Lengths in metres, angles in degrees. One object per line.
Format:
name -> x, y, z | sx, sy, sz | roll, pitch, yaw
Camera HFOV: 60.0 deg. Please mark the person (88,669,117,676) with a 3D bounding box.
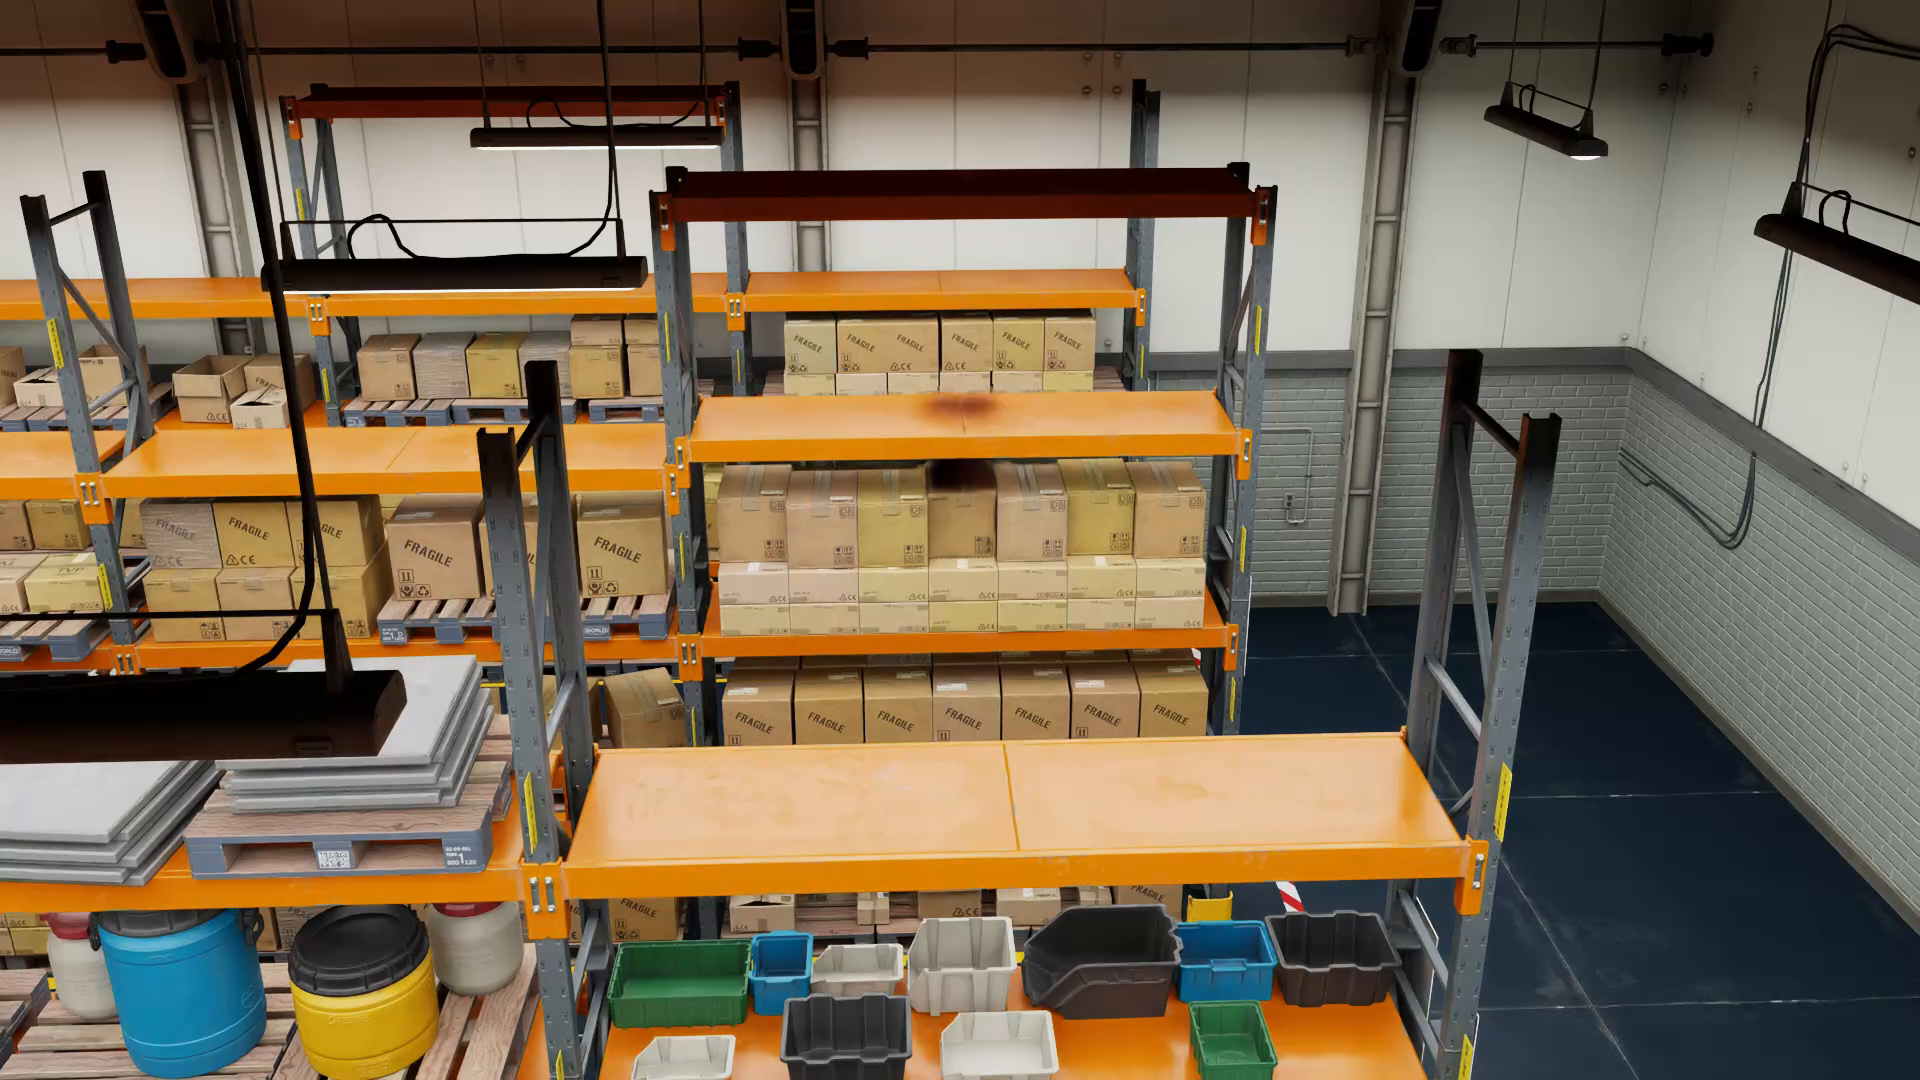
person -> -7.475, 1.734, 14.800 | 0.545, 1.748, 0.401 | 1, 22, 3
